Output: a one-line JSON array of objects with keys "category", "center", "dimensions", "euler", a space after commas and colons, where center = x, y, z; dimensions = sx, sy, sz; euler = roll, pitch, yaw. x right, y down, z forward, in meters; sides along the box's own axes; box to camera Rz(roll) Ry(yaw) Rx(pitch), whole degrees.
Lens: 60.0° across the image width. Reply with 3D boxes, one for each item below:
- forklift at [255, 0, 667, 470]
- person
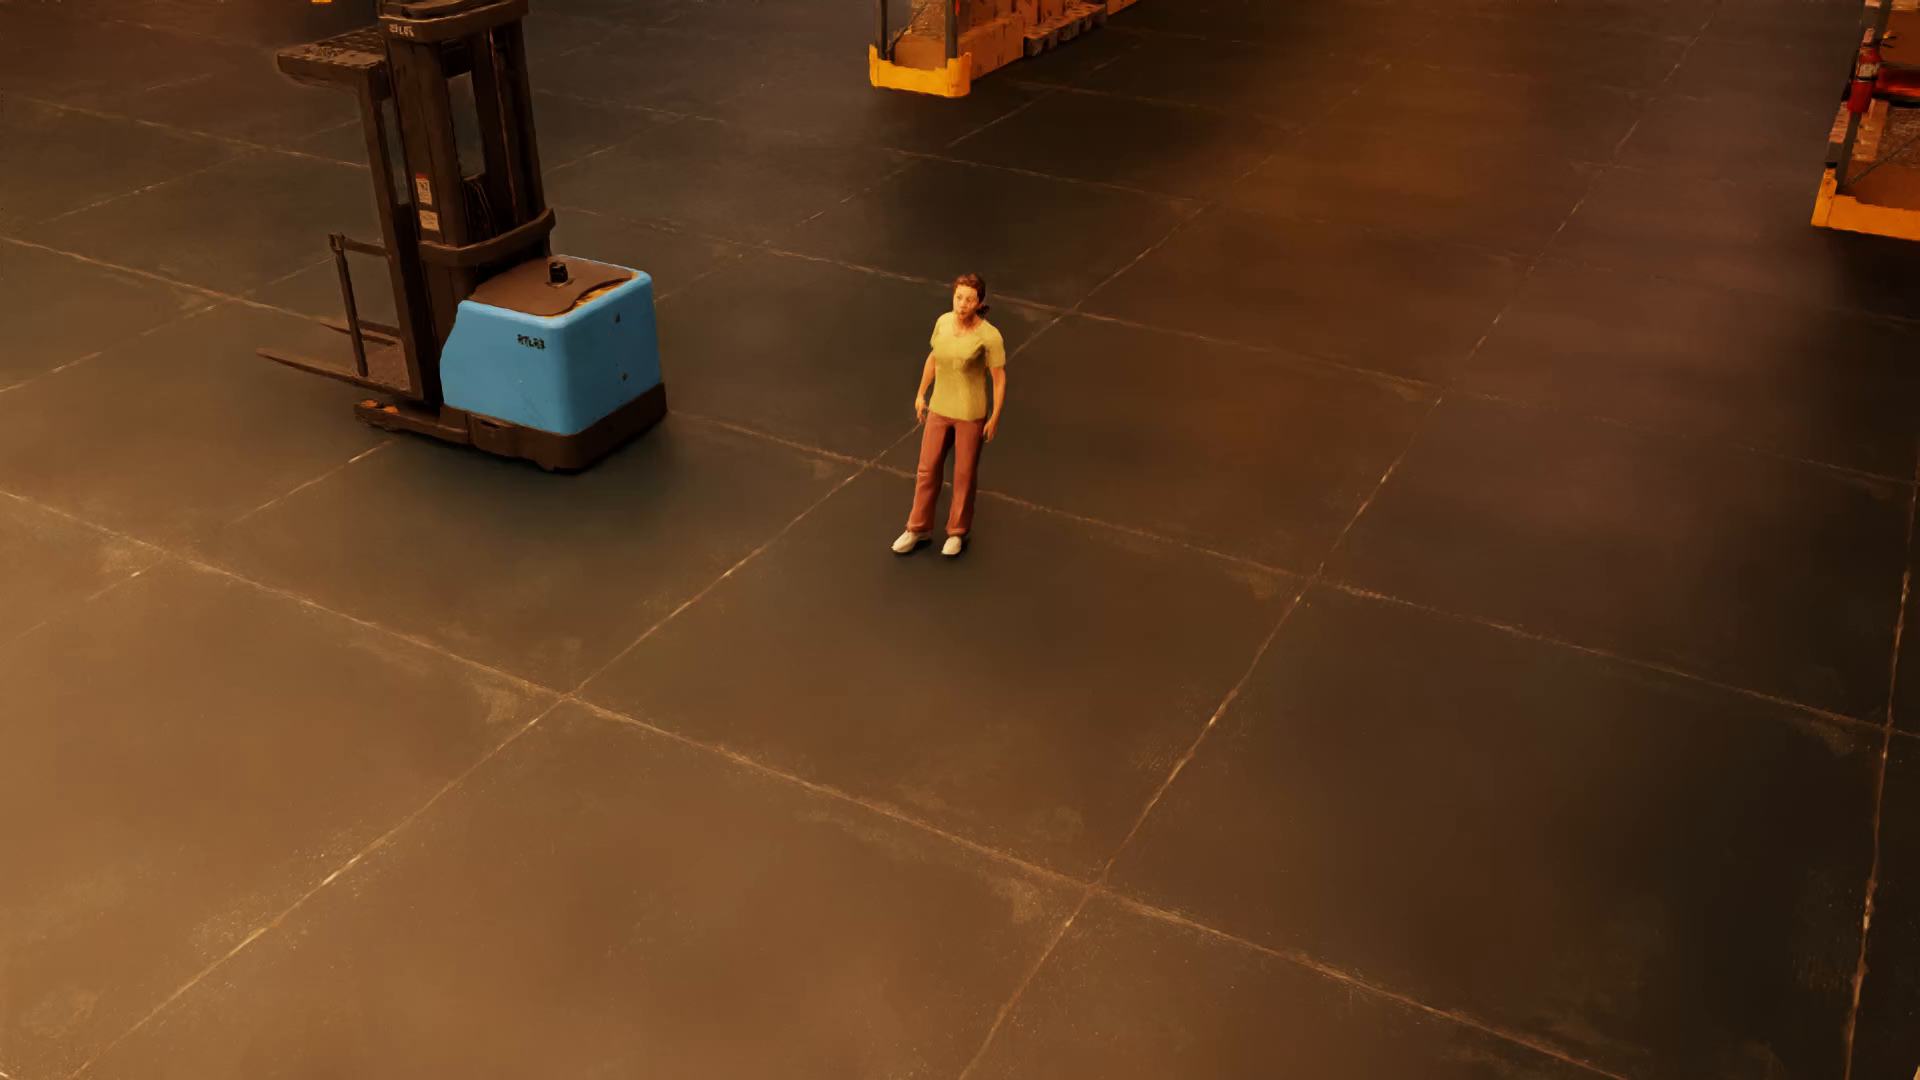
[{"category": "forklift", "center": [-3.554, -2.227, 10.929], "dimensions": [3.031, 2.935, 1.130], "euler": [15, 33, 24]}, {"category": "person", "center": [-0.046, -0.702, 9.529], "dimensions": [0.554, 1.674, 0.548], "euler": [15, 33, 25]}]
